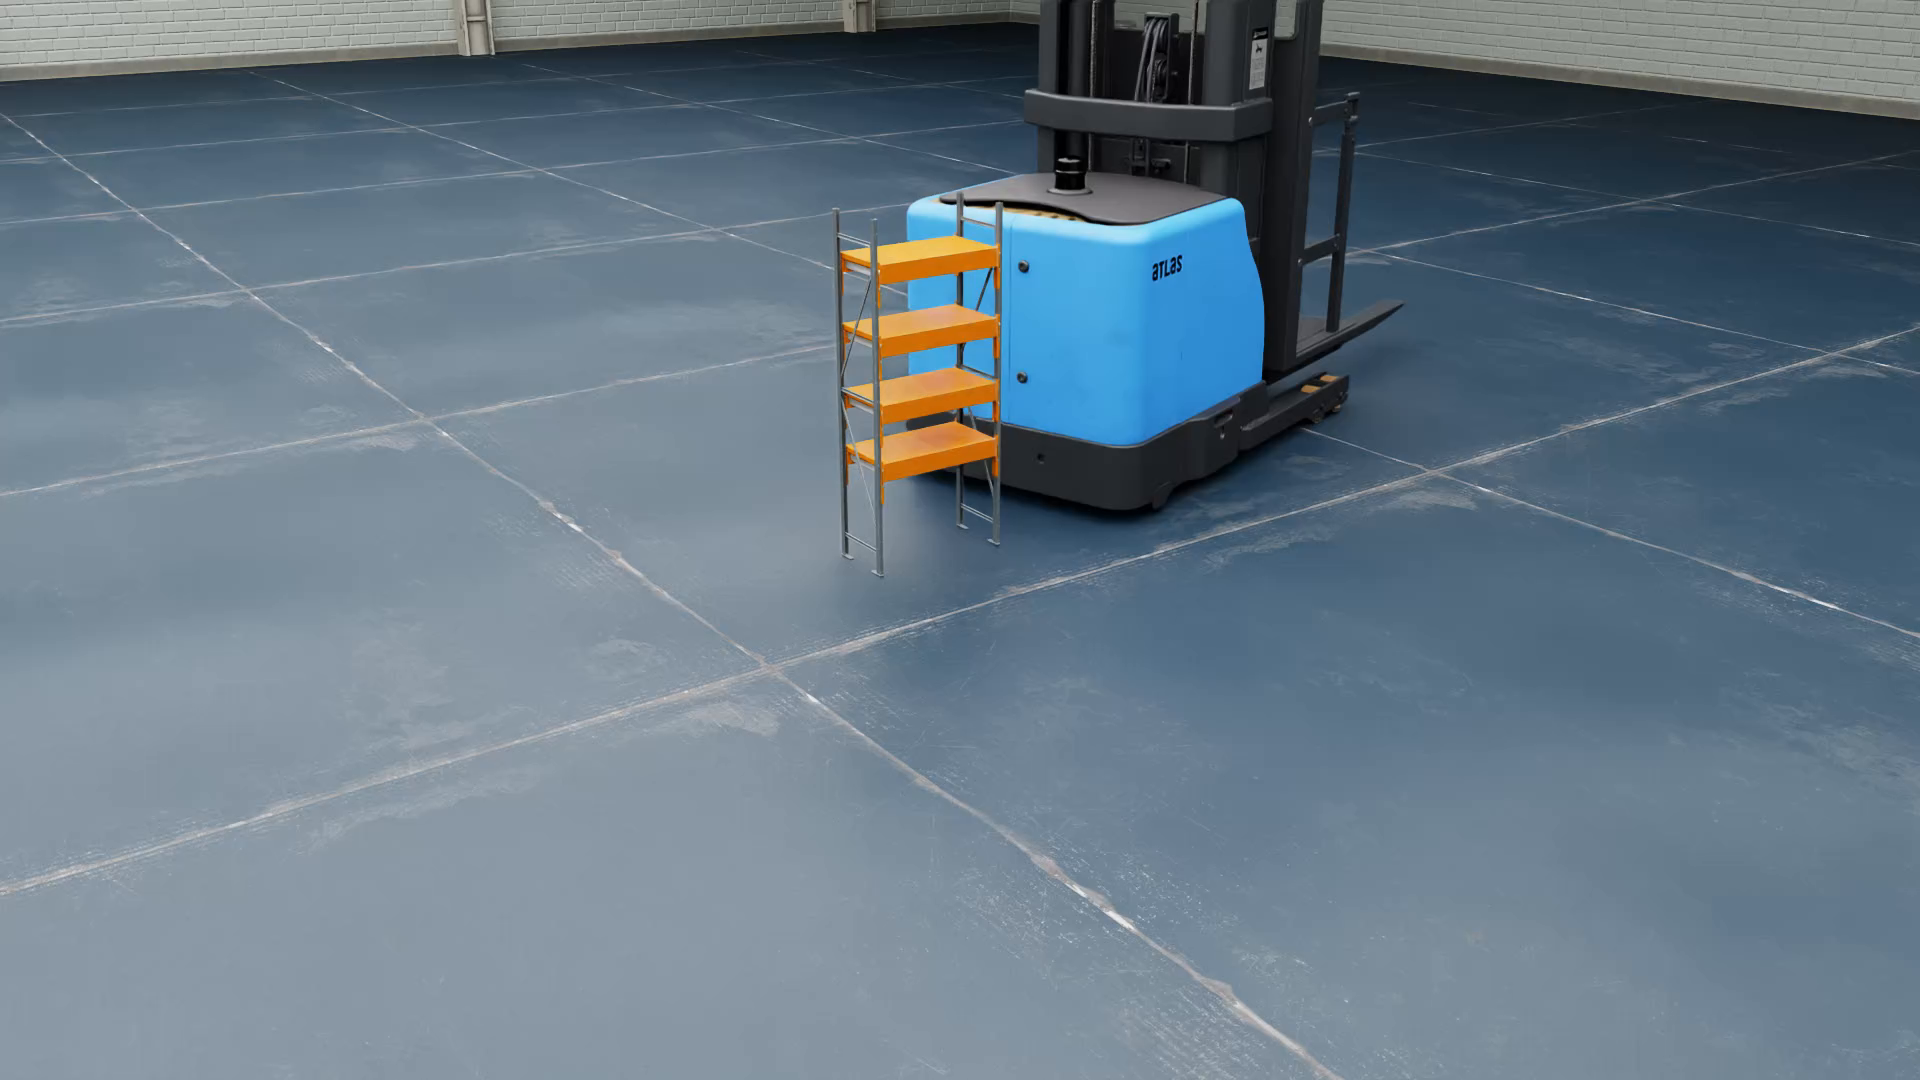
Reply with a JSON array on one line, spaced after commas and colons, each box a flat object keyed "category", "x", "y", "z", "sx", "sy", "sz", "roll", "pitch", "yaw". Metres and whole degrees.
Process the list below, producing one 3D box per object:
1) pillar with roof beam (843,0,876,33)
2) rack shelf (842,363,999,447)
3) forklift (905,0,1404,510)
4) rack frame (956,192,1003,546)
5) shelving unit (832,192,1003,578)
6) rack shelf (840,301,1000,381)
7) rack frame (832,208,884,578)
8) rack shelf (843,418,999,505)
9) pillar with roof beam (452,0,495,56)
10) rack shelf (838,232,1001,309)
[{"category": "pillar with roof beam", "x": 0.989, "y": -10.613, "z": 20.351, "sx": 0.400, "sy": 9.000, "sz": 9.100, "roll": -15, "pitch": 26, "yaw": -33}, {"category": "rack shelf", "x": -0.134, "y": -0.459, "z": 5.609, "sx": 0.480, "sy": 0.148, "sz": 0.258, "roll": -15, "pitch": 26, "yaw": -33}, {"category": "forklift", "x": 1.053, "y": -1.954, "z": 6.838, "sx": 1.130, "sy": 2.935, "sz": 3.031, "roll": 15, "pitch": 26, "yaw": 33}, {"category": "rack frame", "x": 0.064, "y": -0.574, "z": 5.717, "sx": 0.015, "sy": 1.200, "sz": 0.240, "roll": -15, "pitch": 26, "yaw": -33}, {"category": "shelving unit", "x": -0.134, "y": -0.521, "z": 5.584, "sx": 0.503, "sy": 1.200, "sz": 0.258, "roll": -15, "pitch": 26, "yaw": -33}, {"category": "rack shelf", "x": -0.134, "y": -0.667, "z": 5.526, "sx": 0.480, "sy": 0.148, "sz": 0.258, "roll": -15, "pitch": 26, "yaw": -33}, {"category": "rack frame", "x": -0.332, "y": -0.469, "z": 5.452, "sx": 0.015, "sy": 1.200, "sz": 0.240, "roll": -15, "pitch": 26, "yaw": -33}, {"category": "rack shelf", "x": -0.134, "y": -0.275, "z": 5.683, "sx": 0.480, "sy": 0.148, "sz": 0.258, "roll": -15, "pitch": 26, "yaw": -33}, {"category": "pillar with roof beam", "x": -3.881, "y": -9.314, "z": 17.096, "sx": 0.400, "sy": 9.000, "sz": 9.100, "roll": -15, "pitch": 26, "yaw": -33}, {"category": "rack shelf", "x": -0.134, "y": -0.886, "z": 5.439, "sx": 0.480, "sy": 0.148, "sz": 0.258, "roll": -15, "pitch": 26, "yaw": -33}]
